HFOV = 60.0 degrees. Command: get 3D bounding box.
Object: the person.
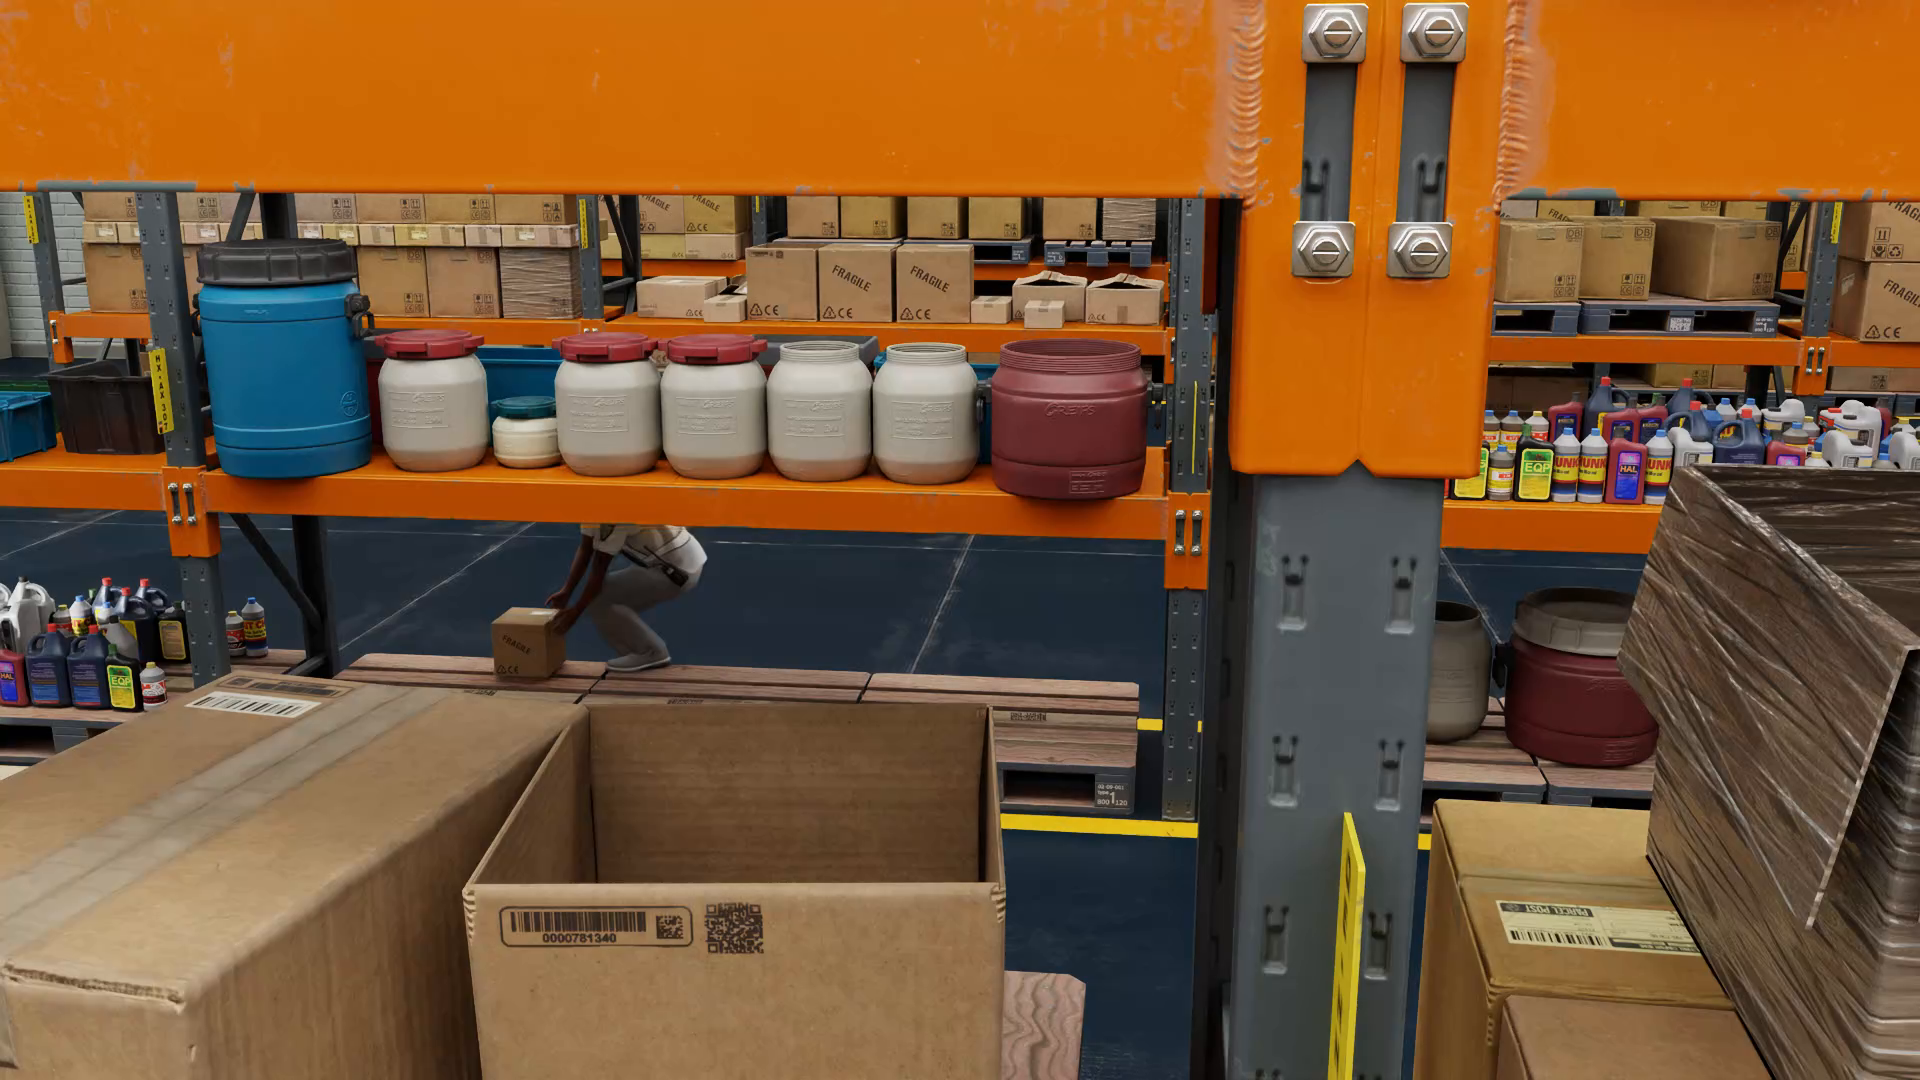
[{"bbox_3d":[-1.534,0.168,7.665,0.742,1.267,0.502,-5,15,-17],"label":"person"}]
